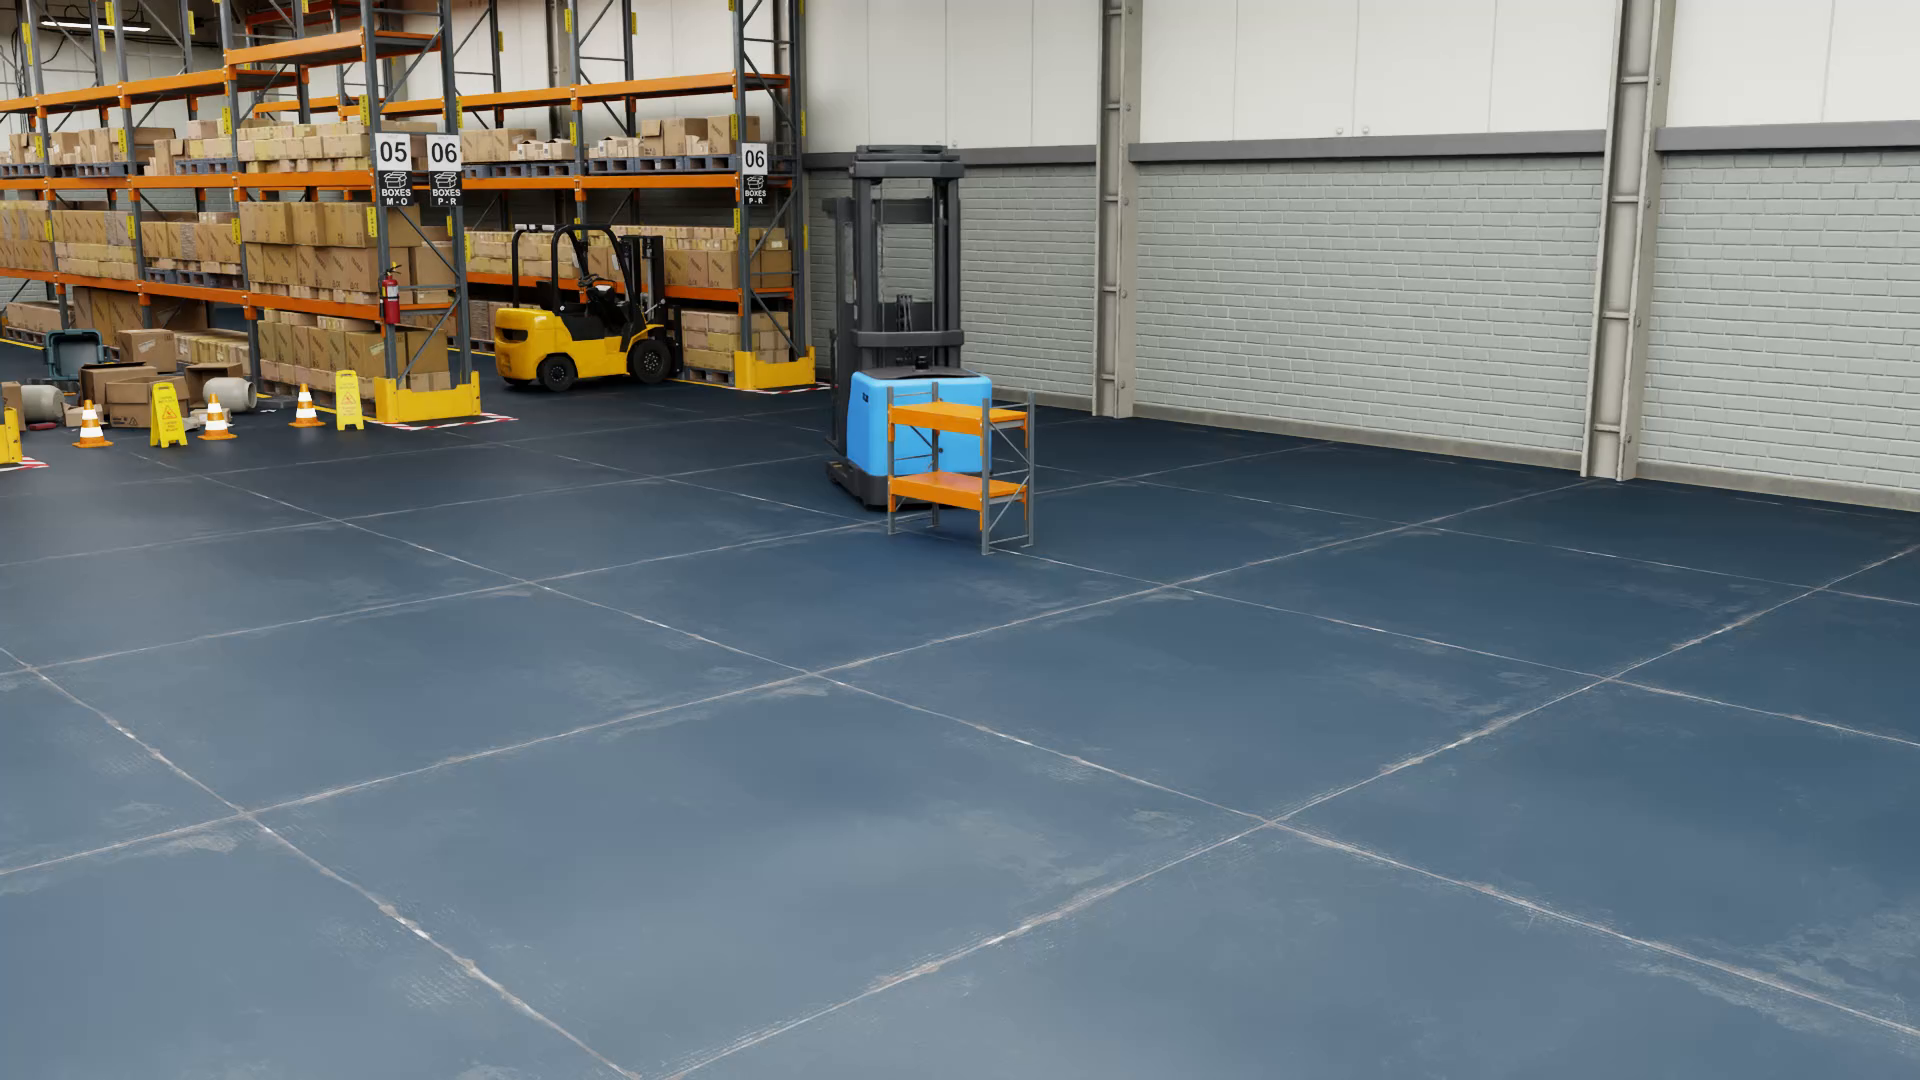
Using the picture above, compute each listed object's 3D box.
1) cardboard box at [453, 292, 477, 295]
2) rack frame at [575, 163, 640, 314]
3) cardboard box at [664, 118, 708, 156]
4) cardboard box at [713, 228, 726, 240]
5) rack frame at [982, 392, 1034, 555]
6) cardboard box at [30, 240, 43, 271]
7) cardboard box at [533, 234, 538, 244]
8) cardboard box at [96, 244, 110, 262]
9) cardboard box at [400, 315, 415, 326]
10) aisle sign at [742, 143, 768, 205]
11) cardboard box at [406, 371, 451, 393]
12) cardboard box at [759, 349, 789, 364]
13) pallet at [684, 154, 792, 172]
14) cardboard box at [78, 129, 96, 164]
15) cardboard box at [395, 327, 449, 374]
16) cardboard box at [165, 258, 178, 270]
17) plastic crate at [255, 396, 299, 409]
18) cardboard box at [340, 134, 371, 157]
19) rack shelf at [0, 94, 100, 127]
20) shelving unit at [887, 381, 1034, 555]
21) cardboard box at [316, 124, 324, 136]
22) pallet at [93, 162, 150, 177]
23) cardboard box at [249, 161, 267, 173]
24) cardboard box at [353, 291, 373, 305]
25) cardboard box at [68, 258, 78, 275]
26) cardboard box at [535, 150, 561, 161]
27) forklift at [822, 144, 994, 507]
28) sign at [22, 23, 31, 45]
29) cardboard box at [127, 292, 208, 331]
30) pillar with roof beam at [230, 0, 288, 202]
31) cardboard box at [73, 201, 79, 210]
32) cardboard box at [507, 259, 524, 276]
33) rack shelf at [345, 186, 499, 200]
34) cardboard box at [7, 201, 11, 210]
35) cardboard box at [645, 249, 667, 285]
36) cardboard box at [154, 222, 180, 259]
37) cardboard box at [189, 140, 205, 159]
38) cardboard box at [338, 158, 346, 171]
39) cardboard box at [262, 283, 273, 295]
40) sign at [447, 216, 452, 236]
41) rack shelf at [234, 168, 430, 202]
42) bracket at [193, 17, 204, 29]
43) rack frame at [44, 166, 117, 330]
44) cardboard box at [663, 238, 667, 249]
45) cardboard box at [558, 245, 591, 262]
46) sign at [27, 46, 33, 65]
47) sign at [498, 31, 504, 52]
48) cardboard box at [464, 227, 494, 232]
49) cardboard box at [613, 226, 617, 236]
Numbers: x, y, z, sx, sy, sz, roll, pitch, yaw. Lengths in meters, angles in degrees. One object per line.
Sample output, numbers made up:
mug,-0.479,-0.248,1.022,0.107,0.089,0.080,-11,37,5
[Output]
cardboard box,-8.695,-4.280,29.299,0.250,0.149,0.380,11,16,43
rack frame,-5.284,-4.157,25.157,1.000,3.000,0.127,-11,16,-43
cardboard box,-3.638,-5.540,22.900,0.700,0.500,0.500,-11,16,-42
cardboard box,-3.114,-4.141,22.483,0.380,0.149,0.250,-11,16,-42
rack frame,0.346,-0.478,11.943,0.500,1.125,0.032,-11,16,-43
cardboard box,-15.260,-4.788,27.970,0.500,0.500,0.500,11,16,44
cardboard box,-6.416,-4.688,25.877,0.250,0.149,0.380,11,16,44
cardboard box,-12.877,-4.402,25.476,0.500,0.250,0.500,11,16,44
cardboard box,-9.567,-3.978,29.440,0.500,0.500,0.500,11,16,43
aisle sign,-2.688,-4.796,21.816,0.394,0.787,0.004,-11,16,-43
cardboard box,-6.466,-1.897,19.957,0.500,0.250,0.500,-11,16,-43
cardboard box,-2.719,-2.532,23.039,0.500,0.250,0.500,-11,16,-42
pallet,-2.991,-5.106,22.548,1.003,0.211,1.213,-11,16,-43
cardboard box,-13.060,-5.990,25.328,0.500,0.500,0.500,-11,16,-42
cardboard box,-6.483,-2.267,19.898,0.500,0.500,0.500,11,16,43
cardboard box,-11.042,-3.923,23.601,0.380,0.149,0.250,-11,16,-42
plastic crate,-8.380,-1.692,20.425,0.583,0.080,0.402,6,13,26
cardboard box,-6.657,-4.460,18.826,0.500,0.250,0.500,-11,16,-43
rack shelf,-15.777,-7.315,28.388,1.077,0.370,4.000,-11,16,-43
shelving unit,-0.005,-0.552,12.303,0.538,1.125,1.048,-11,16,-43
cardboard box,-7.359,-4.827,19.618,0.250,0.149,0.380,11,16,44
pallet,-12.116,-5.512,24.767,1.213,0.211,1.003,-10,15,-40
cardboard box,-8.695,-4.685,20.908,0.380,0.149,0.250,-11,16,-42
cardboard box,-6.777,-2.805,19.214,0.380,0.149,0.250,-11,16,-43
cardboard box,-13.924,-4.383,26.623,0.500,0.250,0.500,11,16,44
cardboard box,-6.263,-5.876,25.401,0.380,0.149,0.250,-11,16,-43
forklift,-0.593,-1.961,14.668,1.130,2.935,3.031,-3,12,-14
sign,-14.814,-8.032,26.391,0.100,0.325,0.005,-11,16,-43
cardboard box,-12.050,-3.326,25.348,0.875,0.875,0.875,-11,16,-43
pillar with roof beam,-17.894,-8.766,32.660,9.100,9.000,0.548,-11,16,-43
cardboard box,-14.615,-5.607,27.857,0.380,0.149,0.250,-11,16,-42
cardboard box,-6.855,-4.345,26.438,0.500,0.250,0.500,-10,15,-41
rack shelf,-9.427,-6.150,29.177,1.077,0.370,4.000,-11,16,-43
cardboard box,-16.228,-5.791,28.753,0.380,0.149,0.250,-11,16,-42
cardboard box,-4.112,-3.881,23.570,0.500,0.500,0.500,-11,16,-42
cardboard box,-11.125,-4.276,23.708,0.500,0.500,0.500,-10,15,-40
cardboard box,-10.076,-5.281,22.507,0.500,0.250,0.500,-11,16,-42
cardboard box,-6.912,-4.316,19.115,0.380,0.149,0.250,-10,15,-41
cardboard box,-8.674,-3.222,21.238,0.380,0.149,0.250,-10,15,-41
sign,-8.432,-5.192,27.508,0.100,0.325,0.005,-11,16,-43
rack shelf,-7.490,-4.290,20.150,1.077,0.370,4.000,-11,16,-43
bracket,-16.961,-11.486,36.941,0.235,0.232,0.430,-11,16,-43
rack frame,-14.396,-4.633,27.464,1.000,3.000,0.127,-11,16,-43
cardboard box,-3.974,-4.185,23.434,0.380,0.149,0.250,-11,16,-43
cardboard box,-5.808,-4.365,25.297,0.500,0.250,0.500,-11,16,-44
sign,-16.756,-8.725,29.947,0.100,0.325,0.005,-11,16,-43
sign,-7.647,-8.292,27.653,0.100,0.325,0.005,-11,16,-43
cardboard box,-8.288,-5.093,28.408,0.500,0.500,0.500,-10,15,-40
cardboard box,-4.850,-4.520,24.326,0.380,0.149,0.250,-11,16,-44
